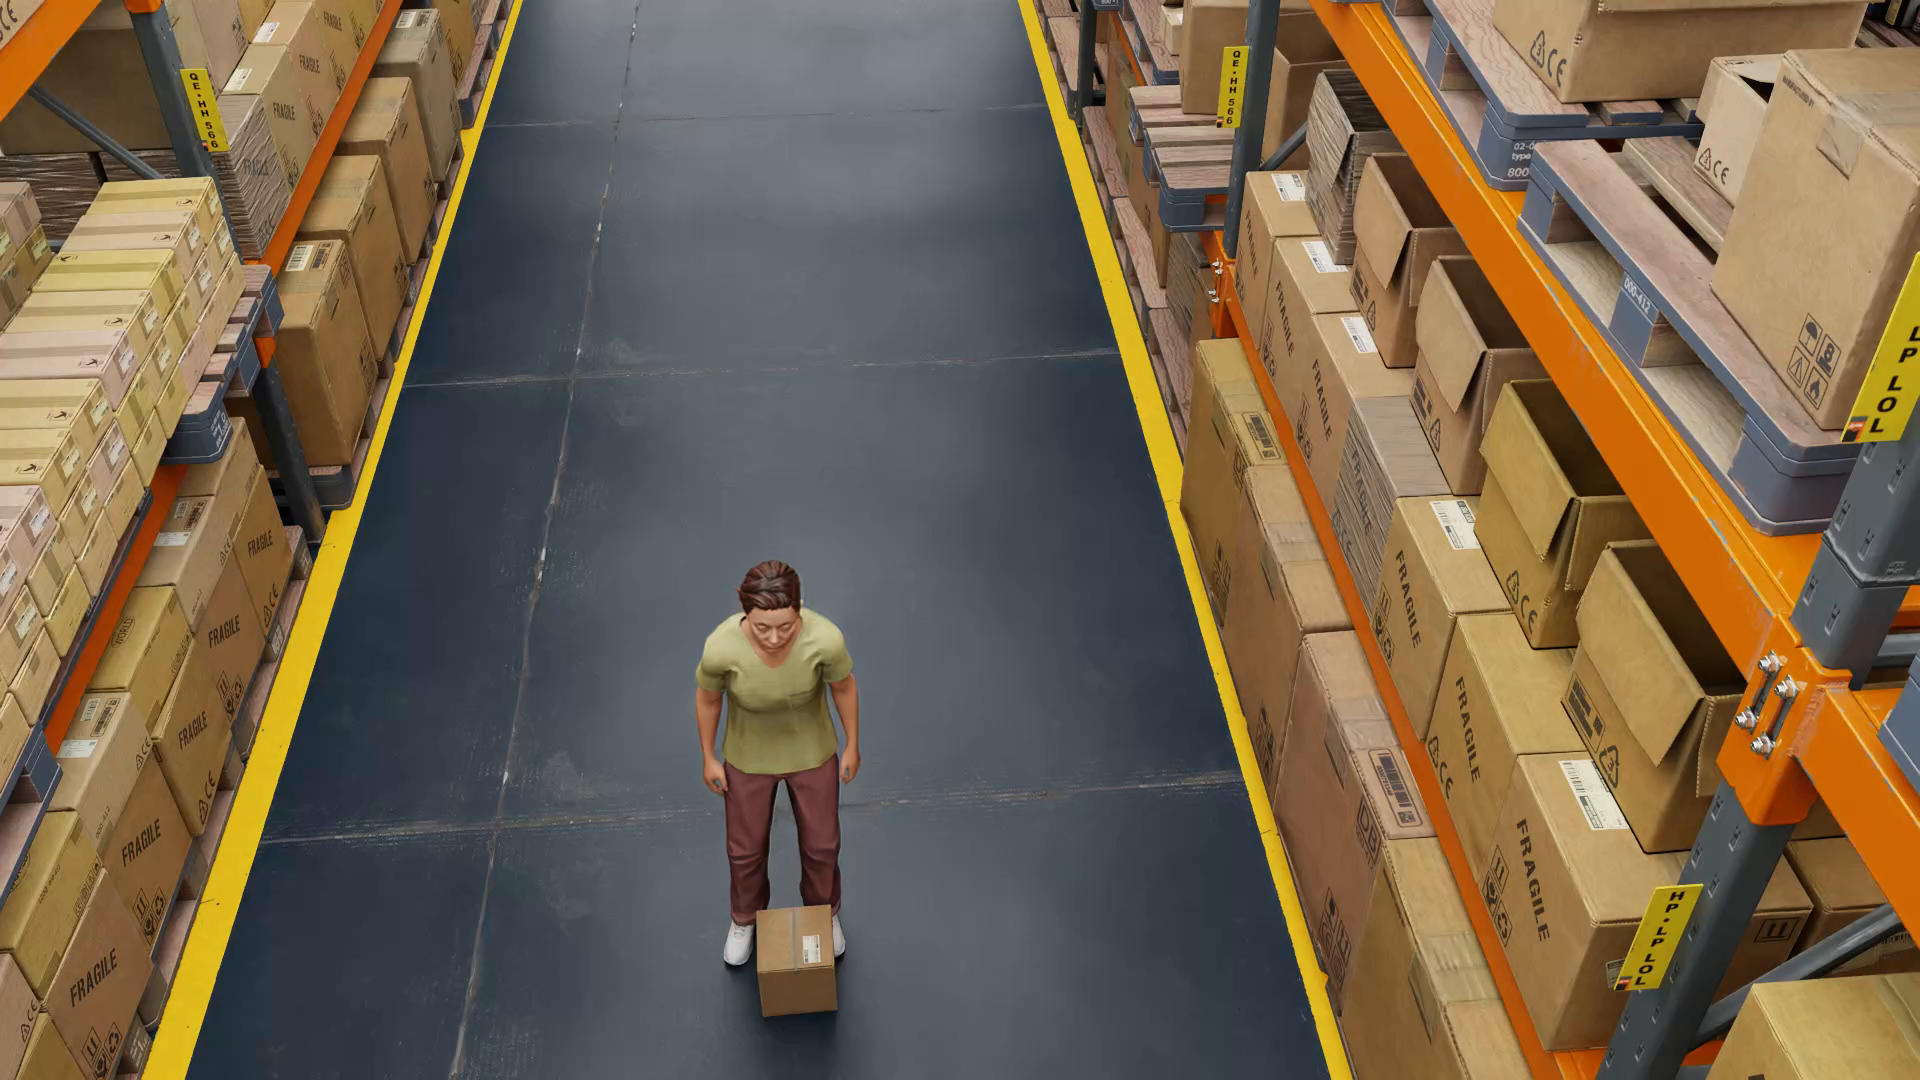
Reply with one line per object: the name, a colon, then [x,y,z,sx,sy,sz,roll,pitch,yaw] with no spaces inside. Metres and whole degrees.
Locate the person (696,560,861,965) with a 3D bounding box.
person: [-0.569,0.701,5.298,0.513,1.673,0.357,-4,39,-5]
